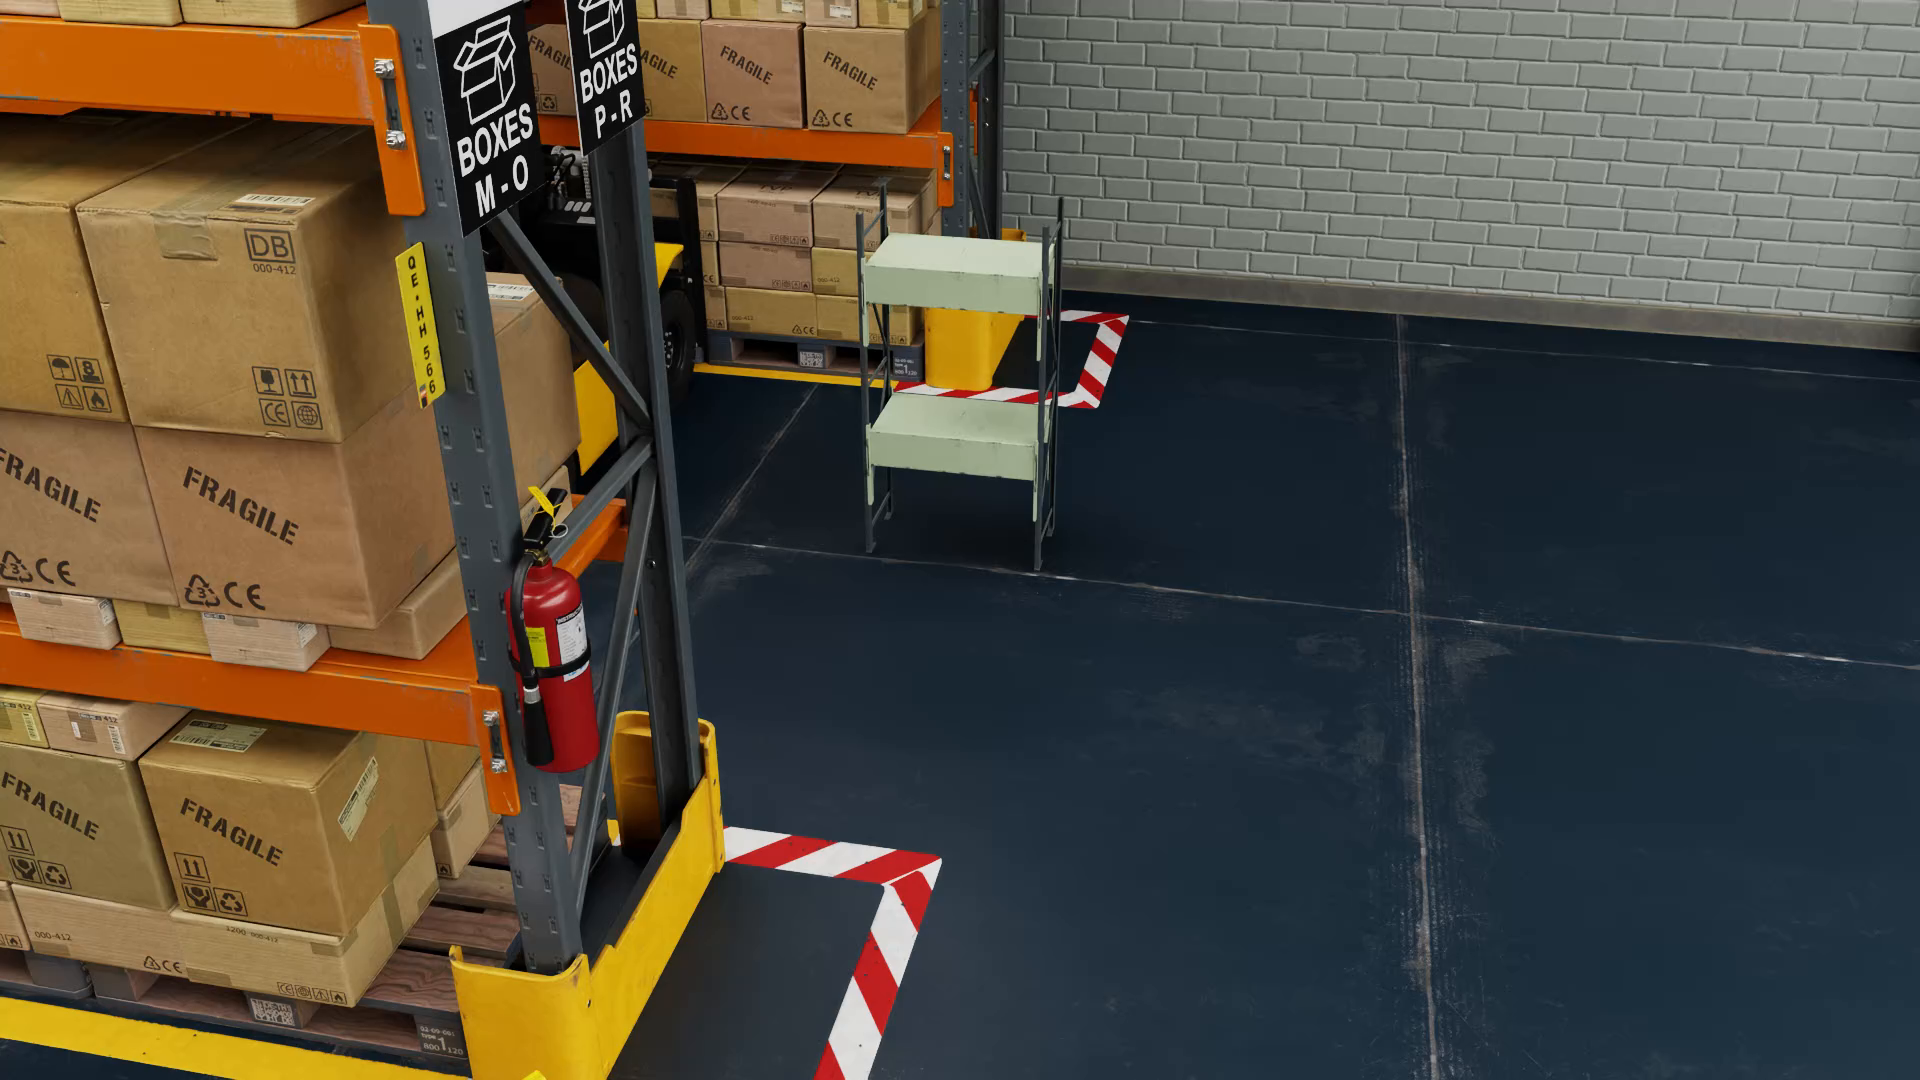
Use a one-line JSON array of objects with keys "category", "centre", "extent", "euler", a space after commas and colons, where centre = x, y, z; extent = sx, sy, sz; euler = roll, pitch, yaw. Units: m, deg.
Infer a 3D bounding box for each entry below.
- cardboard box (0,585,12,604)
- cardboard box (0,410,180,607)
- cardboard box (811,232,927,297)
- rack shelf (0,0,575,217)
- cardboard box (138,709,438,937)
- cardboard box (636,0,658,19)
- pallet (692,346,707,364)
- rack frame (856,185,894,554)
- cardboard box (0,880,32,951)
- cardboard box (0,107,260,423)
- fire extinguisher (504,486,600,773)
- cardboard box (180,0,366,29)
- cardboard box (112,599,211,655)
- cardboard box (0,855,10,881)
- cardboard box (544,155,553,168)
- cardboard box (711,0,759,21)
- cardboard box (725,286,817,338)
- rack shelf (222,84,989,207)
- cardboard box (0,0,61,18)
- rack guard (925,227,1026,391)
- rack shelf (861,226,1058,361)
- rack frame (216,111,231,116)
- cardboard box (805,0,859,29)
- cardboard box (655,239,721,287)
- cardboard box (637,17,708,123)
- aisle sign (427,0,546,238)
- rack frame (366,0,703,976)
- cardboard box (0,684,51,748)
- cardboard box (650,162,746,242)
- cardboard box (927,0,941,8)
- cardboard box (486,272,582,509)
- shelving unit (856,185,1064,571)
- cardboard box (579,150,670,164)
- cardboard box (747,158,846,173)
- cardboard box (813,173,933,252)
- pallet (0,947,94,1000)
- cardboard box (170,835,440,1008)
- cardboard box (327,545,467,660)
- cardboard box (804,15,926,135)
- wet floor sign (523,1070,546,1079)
[{"category": "cardboard box", "centre": [-2.368, 0.014, 4.362], "extent": [0.250, 0.149, 0.380], "euler": [6, 29, 11]}, {"category": "cardboard box", "centre": [-2.038, -0.198, 4.075], "extent": [0.500, 0.500, 0.500], "euler": [6, 29, 11]}, {"category": "cardboard box", "centre": [-0.469, -1.478, 8.731], "extent": [0.500, 0.250, 0.500], "euler": [5, 29, 10]}, {"category": "rack shelf", "centre": [-2.917, -1.247, 4.030], "extent": [4.000, 0.370, 1.077], "euler": [6, 29, 11]}, {"category": "cardboard box", "centre": [-1.799, 0.688, 4.514], "extent": [0.500, 0.500, 0.500], "euler": [6, 29, 11]}, {"category": "cardboard box", "centre": [-1.585, -2.727, 8.328], "extent": [0.250, 0.149, 0.380], "euler": [6, 29, 11]}, {"category": "pallet", "centre": [-1.874, -1.335, 9.469], "extent": [1.213, 0.211, 1.003], "euler": [6, 29, 11]}, {"category": "rack frame", "centre": [-0.351, -0.694, 6.956], "extent": [0.023, 1.500, 0.400], "euler": [6, 29, 11]}, {"category": "cardboard box", "centre": [-2.826, 0.915, 4.881], "extent": [0.500, 0.250, 0.500], "euler": [5, 29, 9]}, {"category": "cardboard box", "centre": [-2.000, -0.663, 3.882], "extent": [0.500, 0.500, 0.700], "euler": [6, 29, 11]}, {"category": "fire extinguisher", "centre": [-0.945, 0.215, 3.814], "extent": [0.183, 0.674, 0.296], "euler": [6, 29, 11]}, {"category": "cardboard box", "centre": [-1.368, -1.157, 3.377], "extent": [0.250, 0.149, 0.380], "euler": [6, 29, 11]}, {"category": "cardboard box", "centre": [-1.889, 0.117, 4.174], "extent": [0.250, 0.149, 0.380], "euler": [5, 29, 10]}, {"category": "cardboard box", "centre": [-2.802, 0.584, 4.705], "extent": [0.500, 0.500, 0.500], "euler": [5, 29, 9]}, {"category": "cardboard box", "centre": [-2.445, -1.900, 8.981], "extent": [0.500, 0.250, 0.500], "euler": [7, 29, 12]}, {"category": "cardboard box", "centre": [-1.063, -2.706, 8.290], "extent": [0.250, 0.149, 0.380], "euler": [6, 29, 10]}, {"category": "cardboard box", "centre": [-0.938, -1.309, 8.944], "extent": [0.500, 0.250, 0.500], "euler": [6, 29, 11]}, {"category": "rack shelf", "centre": [-1.884, -2.263, 9.009], "extent": [4.000, 0.370, 1.077], "euler": [6, 29, 11]}, {"category": "cardboard box", "centre": [-1.871, -1.209, 3.472], "extent": [0.250, 0.149, 0.380], "euler": [7, 29, 12]}, {"category": "rack guard", "centre": [0.095, -1.279, 9.066], "extent": [0.348, 0.500, 1.175], "euler": [6, 29, 11]}, {"category": "rack shelf", "centre": [0.007, -1.000, 6.701], "extent": [0.720, 0.370, 0.431], "euler": [6, 29, 11]}, {"category": "rack frame", "centre": [-3.840, -2.779, 9.203], "extent": [0.127, 3.000, 1.000], "euler": [6, 29, 11]}, {"category": "cardboard box", "centre": [-0.582, -2.621, 8.135], "extent": [0.250, 0.149, 0.380], "euler": [6, 29, 11]}, {"category": "cardboard box", "centre": [-1.467, -1.575, 8.908], "extent": [0.500, 0.250, 0.500], "euler": [5, 29, 9]}, {"category": "cardboard box", "centre": [-1.471, -2.456, 8.508], "extent": [0.500, 0.500, 0.500], "euler": [5, 29, 10]}, {"category": "aisle sign", "centre": [-0.961, -1.045, 3.327], "extent": [0.004, 0.787, 0.394], "euler": [6, 29, 11]}, {"category": "rack frame", "centre": [-0.961, -0.047, 4.212], "extent": [0.127, 3.000, 1.000], "euler": [6, 29, 11]}, {"category": "cardboard box", "centre": [-2.417, 0.372, 4.417], "extent": [0.250, 0.149, 0.380], "euler": [6, 29, 11]}, {"category": "cardboard box", "centre": [-1.440, -1.789, 8.779], "extent": [0.500, 0.250, 0.500], "euler": [6, 29, 11]}, {"category": "cardboard box", "centre": [-0.206, -2.862, 8.575], "extent": [0.250, 0.149, 0.380], "euler": [5, 29, 9]}, {"category": "cardboard box", "centre": [-1.366, -0.399, 4.441], "extent": [0.500, 0.500, 0.500], "euler": [5, 29, 10]}, {"category": "shelving unit", "centre": [0.007, -0.657, 6.889], "extent": [0.755, 1.500, 0.431], "euler": [6, 29, 11]}, {"category": "cardboard box", "centre": [-1.835, -2.090, 9.329], "extent": [0.500, 0.250, 0.500], "euler": [5, 29, 10]}, {"category": "cardboard box", "centre": [-0.848, -1.980, 9.128], "extent": [0.500, 0.250, 0.500], "euler": [6, 29, 11]}, {"category": "cardboard box", "centre": [-0.444, -1.695, 8.606], "extent": [0.500, 0.250, 0.500], "euler": [7, 29, 12]}, {"category": "pallet", "centre": [-3.012, 0.947, 5.300], "extent": [1.213, 0.211, 1.003], "euler": [6, 29, 11]}, {"category": "cardboard box", "centre": [-1.831, 1.018, 4.693], "extent": [0.500, 0.250, 0.500], "euler": [6, 29, 10]}, {"category": "cardboard box", "centre": [-1.371, 0.126, 4.157], "extent": [0.250, 0.149, 0.380], "euler": [7, 29, 12]}, {"category": "cardboard box", "centre": [-0.464, -2.348, 8.311], "extent": [0.500, 0.500, 0.500], "euler": [5, 29, 9]}, {"category": "wet floor sign", "centre": [-0.999, 1.508, 3.824], "extent": [0.232, 0.644, 0.267], "euler": [17, 33, 28]}]
